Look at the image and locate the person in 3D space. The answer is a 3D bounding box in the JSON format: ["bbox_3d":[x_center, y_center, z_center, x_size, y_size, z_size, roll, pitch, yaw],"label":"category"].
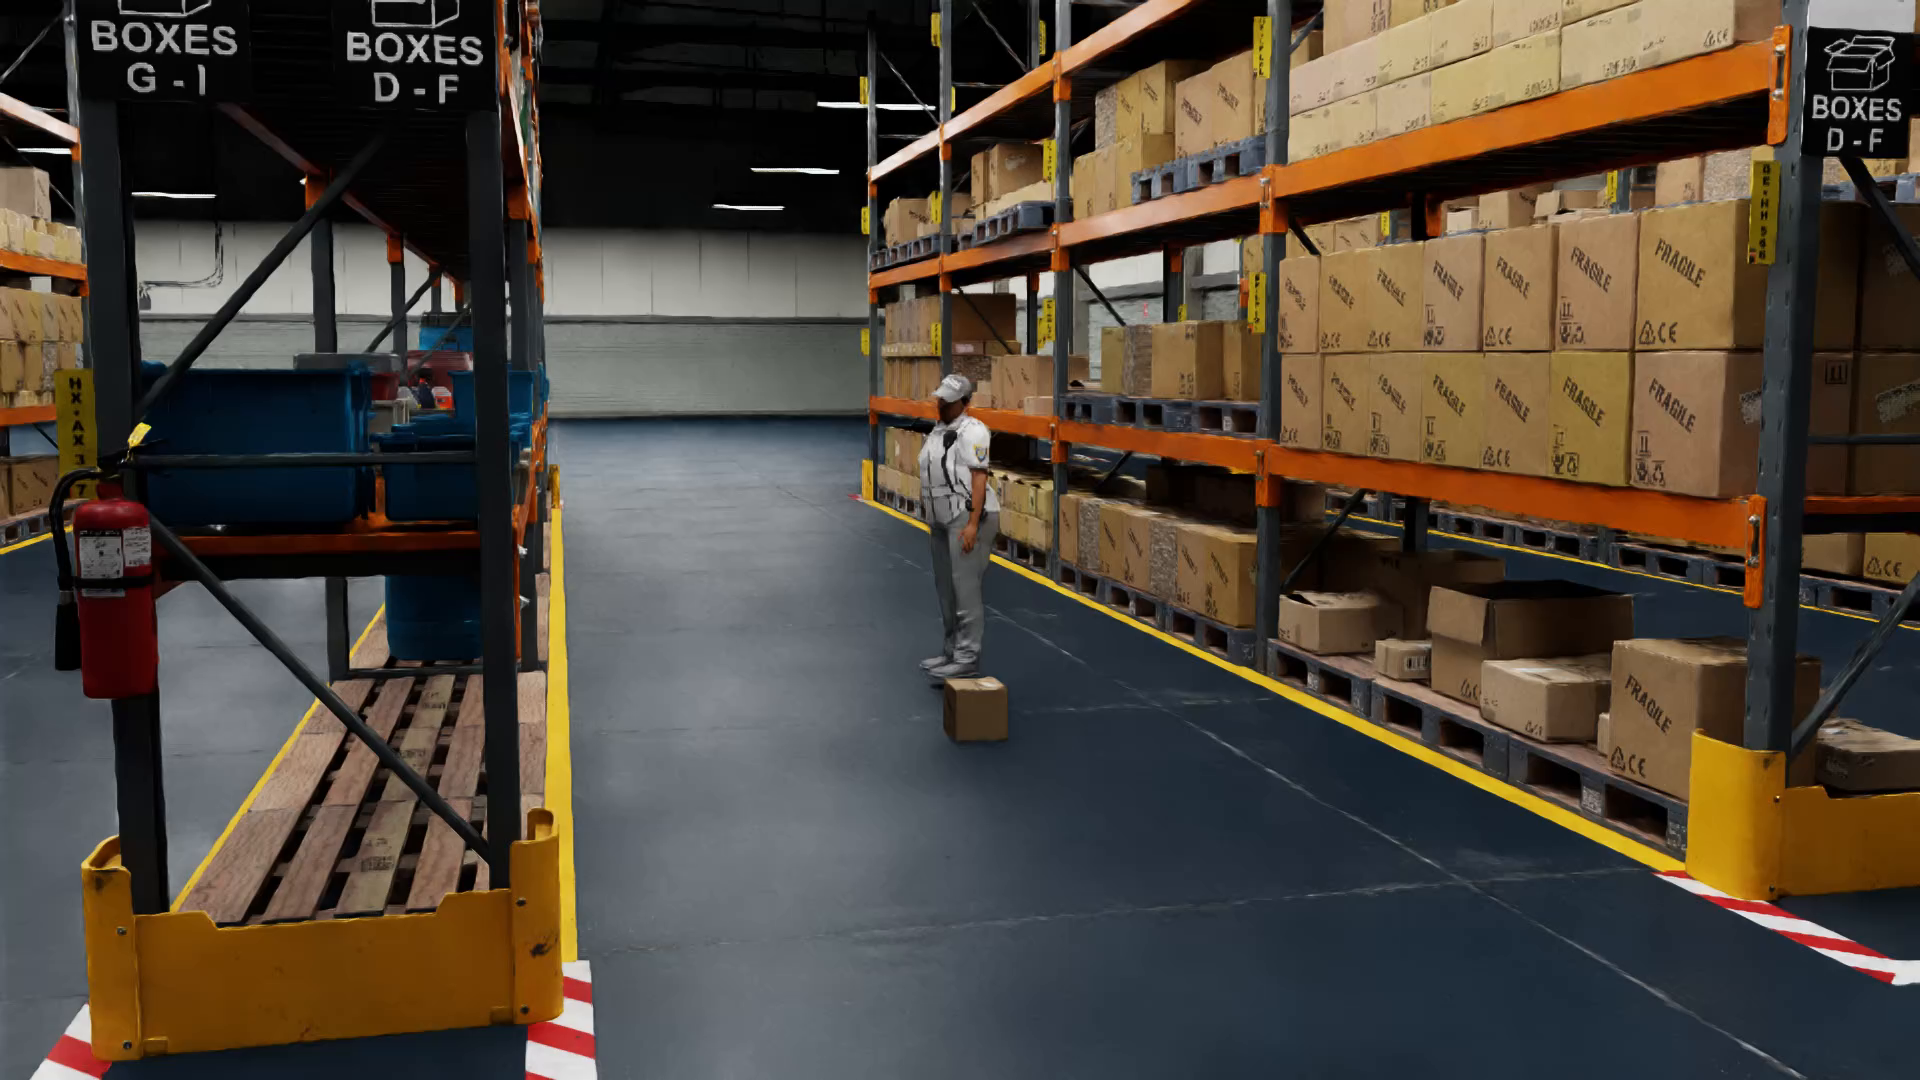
[{"bbox_3d":[-0.048,-0.076,9.158,0.470,1.672,0.561,-4,7,-31],"label":"person"}]
